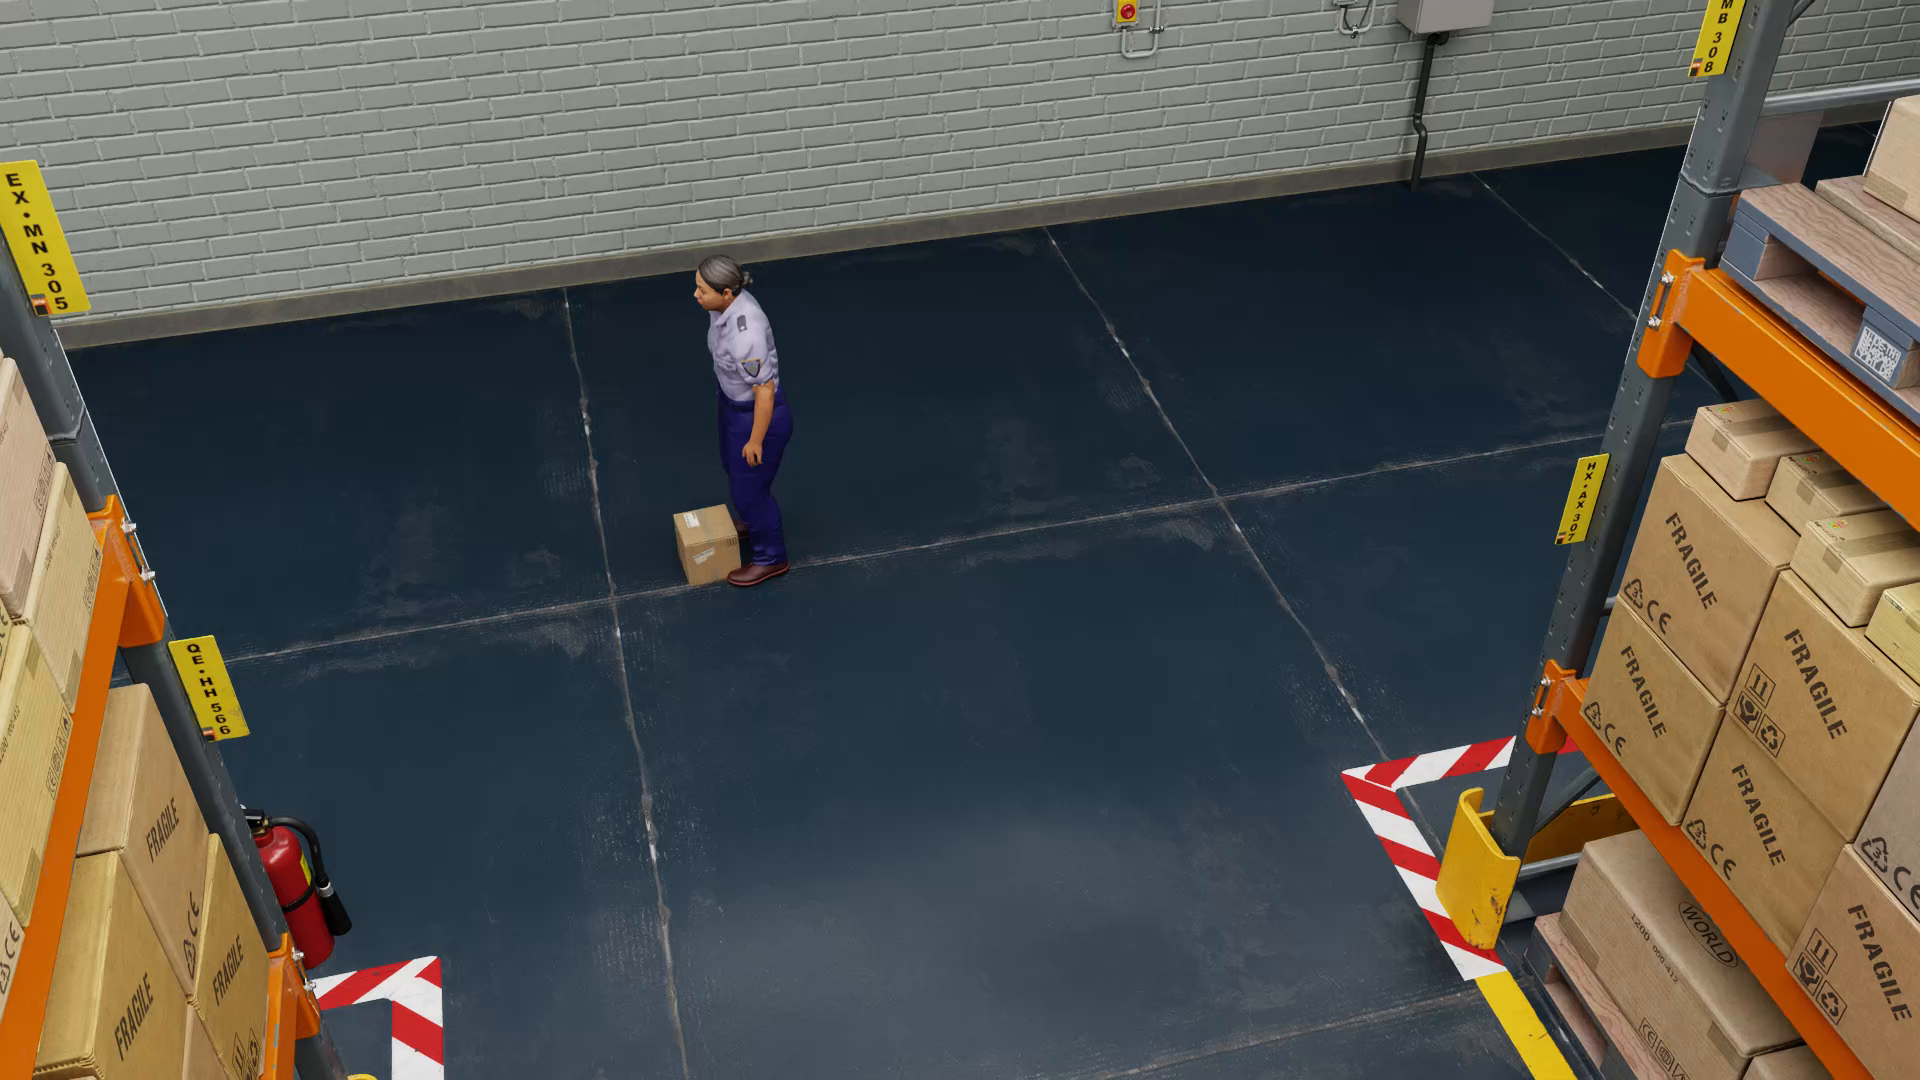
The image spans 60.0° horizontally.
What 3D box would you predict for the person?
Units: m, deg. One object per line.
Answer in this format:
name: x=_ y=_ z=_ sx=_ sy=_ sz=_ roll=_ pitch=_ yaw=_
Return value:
person: x=-0.955 y=-0.564 z=7.431 sx=0.375 sy=1.651 sz=0.563 roll=-12 pitch=40 yaw=-14
